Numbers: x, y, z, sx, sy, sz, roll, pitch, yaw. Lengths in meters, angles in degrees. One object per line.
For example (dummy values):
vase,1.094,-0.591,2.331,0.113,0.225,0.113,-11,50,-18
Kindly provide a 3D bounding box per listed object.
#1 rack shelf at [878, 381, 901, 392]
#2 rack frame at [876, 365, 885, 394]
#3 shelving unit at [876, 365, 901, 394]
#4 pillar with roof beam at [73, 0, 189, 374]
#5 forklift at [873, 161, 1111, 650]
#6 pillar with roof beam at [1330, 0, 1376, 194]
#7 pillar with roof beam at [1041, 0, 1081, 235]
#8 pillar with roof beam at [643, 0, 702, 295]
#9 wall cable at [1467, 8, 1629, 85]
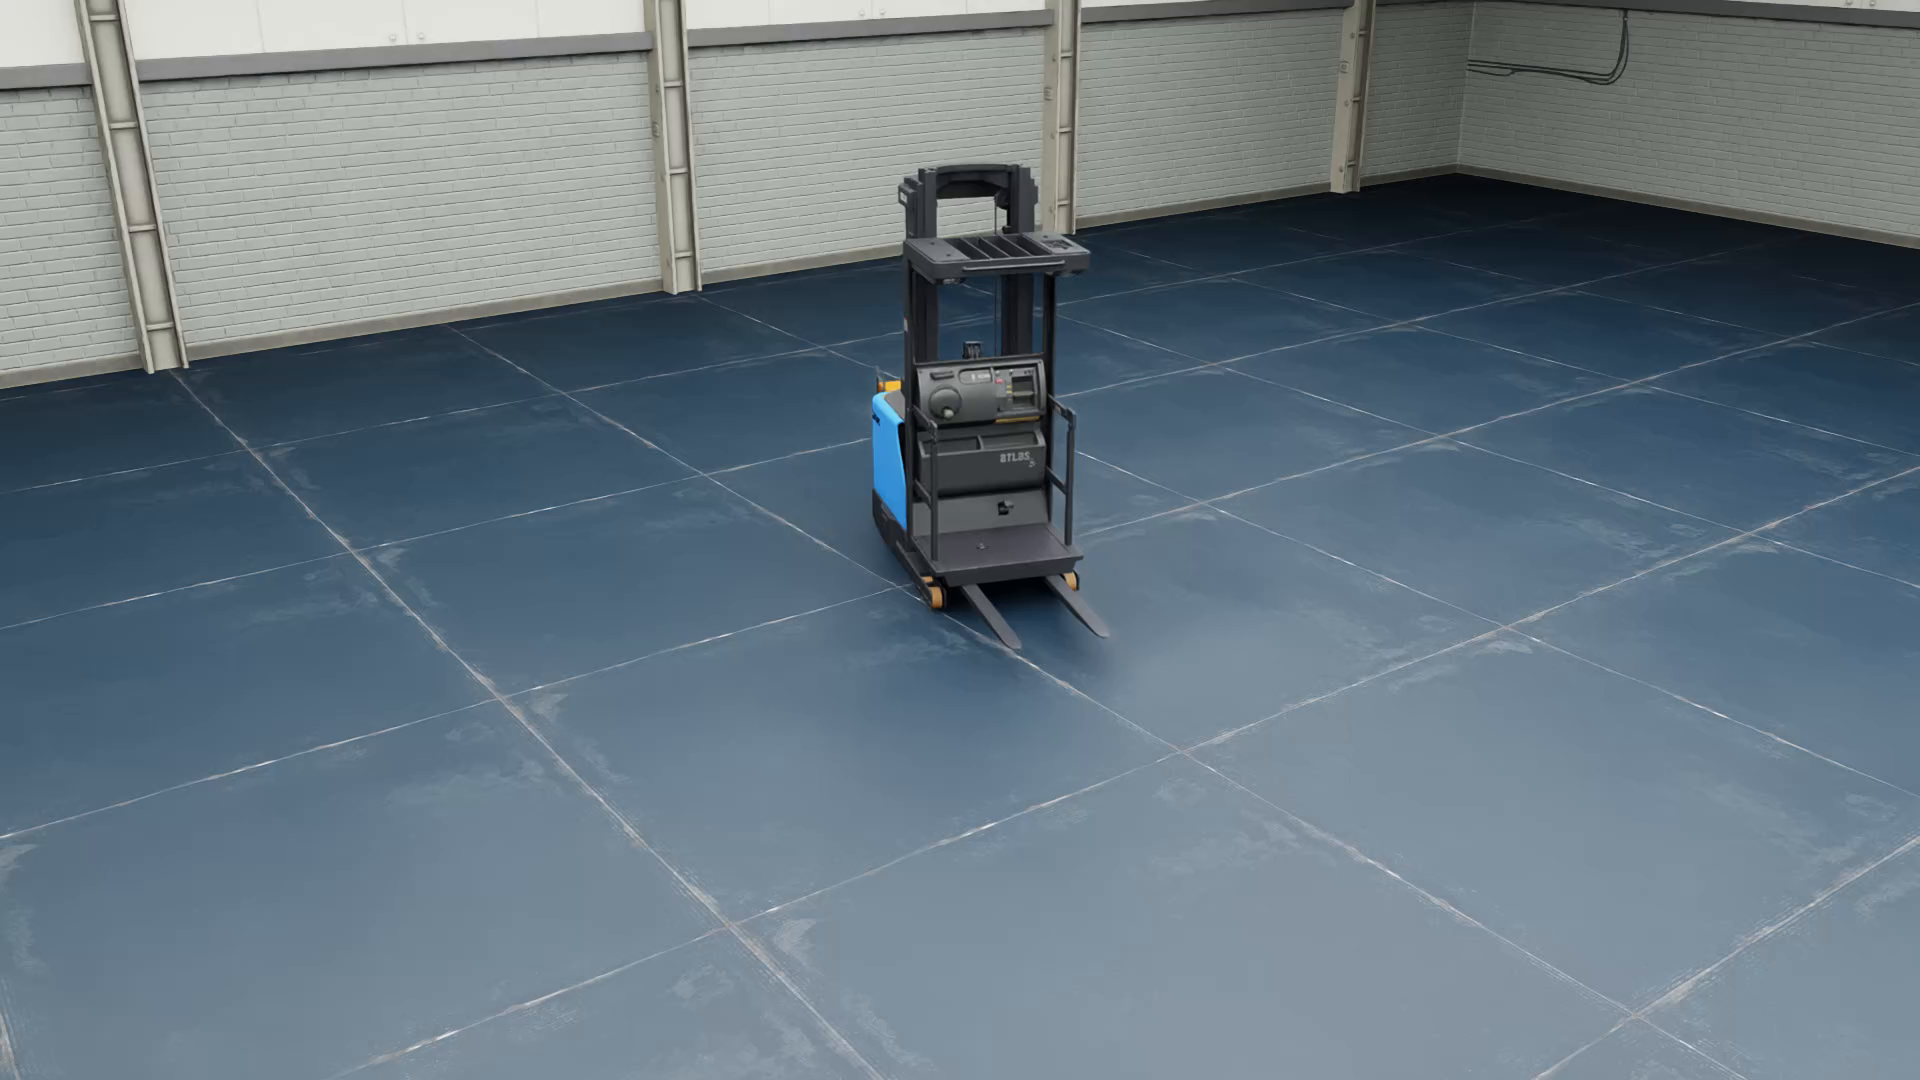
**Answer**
rack shelf,-0.389,-1.171,13.151,0.480,0.148,0.258,-7,23,-16
rack frame,-0.622,-0.779,13.229,0.015,1.200,0.240,-7,23,-16
shelving unit,-0.391,-0.805,13.296,0.499,1.200,0.258,-7,23,-16
pillar with roof beam,-5.812,-4.695,12.520,0.400,9.000,9.100,-15,26,-33
forklift,0.214,-1.035,11.535,1.121,2.935,3.031,-6,23,-15
pillar with roof beam,8.799,-8.591,22.283,0.400,9.000,9.100,-15,26,-33
pillar with roof beam,3.929,-7.292,19.029,0.400,9.000,9.100,-15,26,-33
pillar with roof beam,-0.941,-5.993,15.774,0.400,9.000,9.100,-15,26,-33
wall cable,9.449,-8.684,26.706,0.112,2.526,3.097,-15,26,-33
